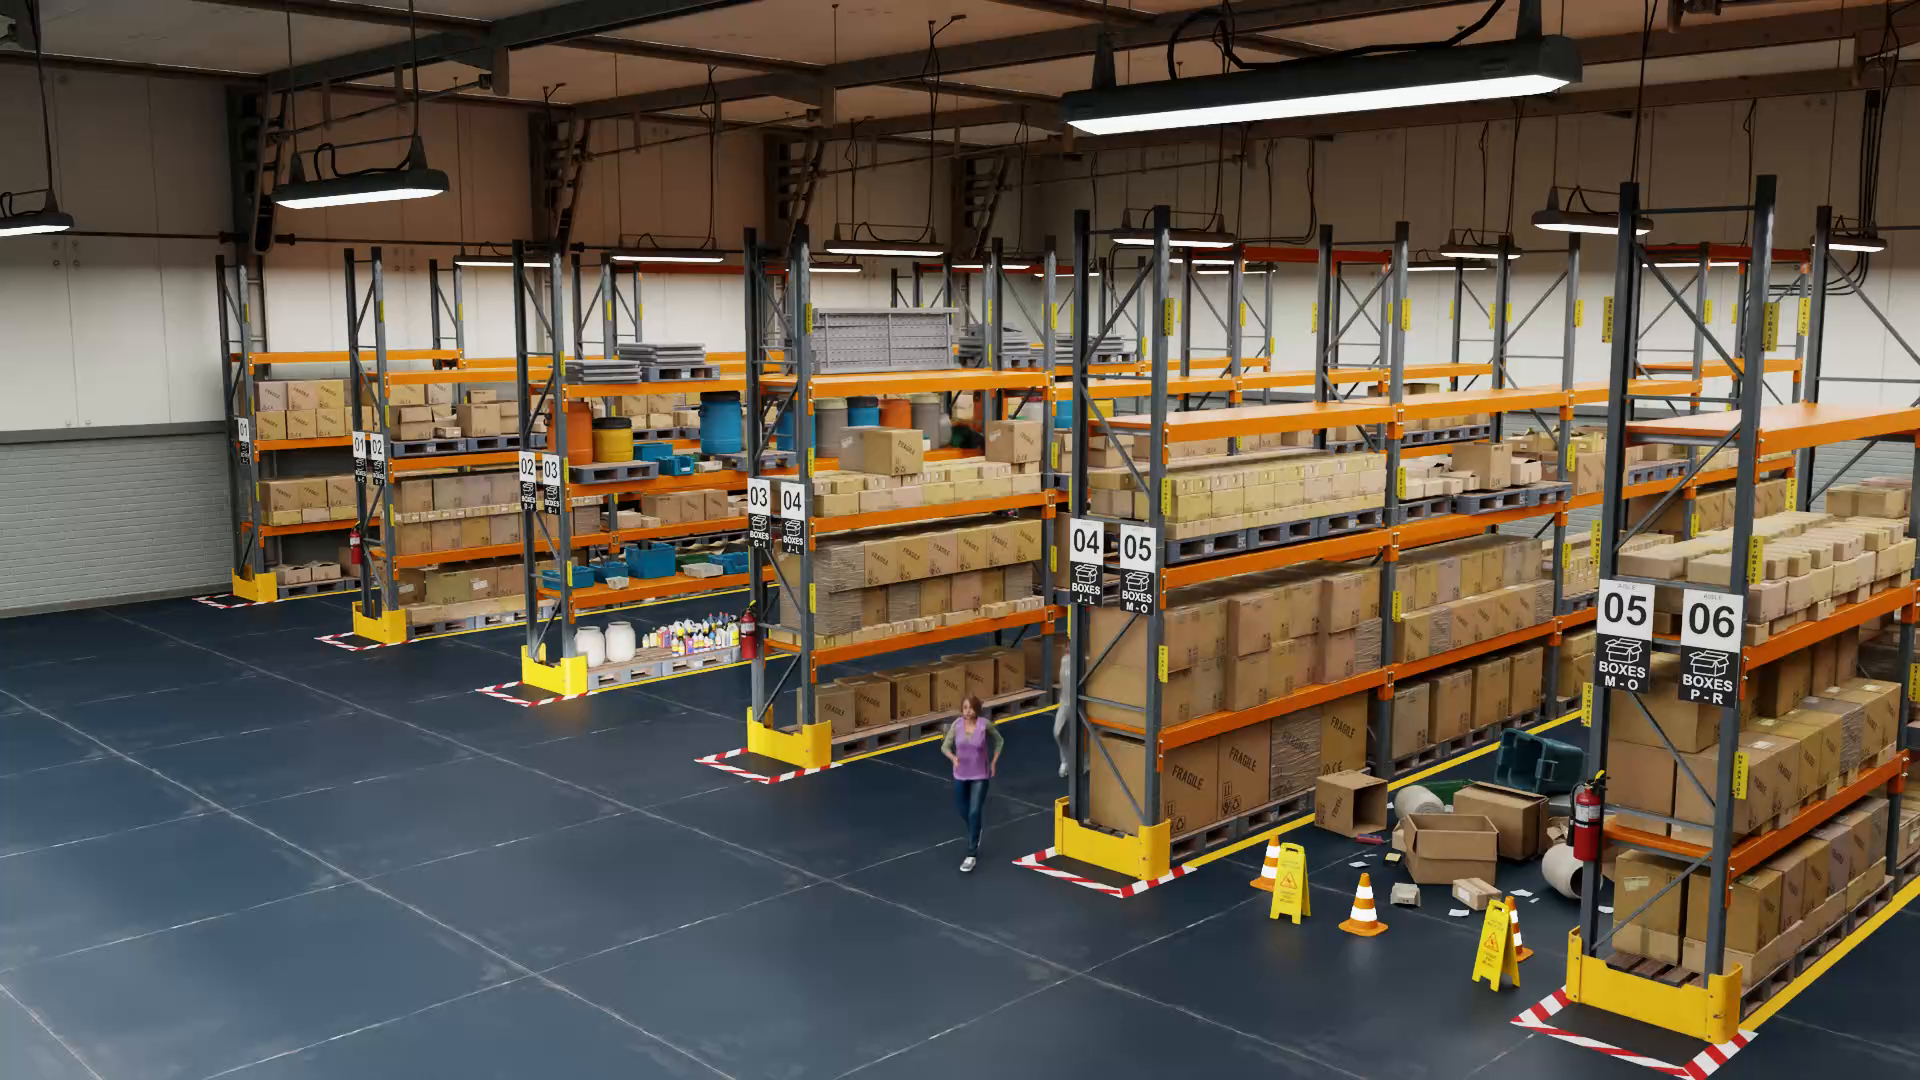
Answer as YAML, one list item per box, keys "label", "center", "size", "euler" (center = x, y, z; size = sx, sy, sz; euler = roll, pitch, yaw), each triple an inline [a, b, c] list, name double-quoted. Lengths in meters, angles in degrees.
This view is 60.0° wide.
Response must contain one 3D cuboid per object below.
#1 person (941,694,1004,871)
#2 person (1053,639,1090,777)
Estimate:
- label: "person"
  center: [0.115, 2.192, 15.393]
  size: [0.573, 1.588, 0.790]
  euler: [1, 8, 9]
- label: "person"
  center: [1.246, 1.822, 18.135]
  size: [0.534, 1.591, 0.658]
  euler: [5, 10, 32]
